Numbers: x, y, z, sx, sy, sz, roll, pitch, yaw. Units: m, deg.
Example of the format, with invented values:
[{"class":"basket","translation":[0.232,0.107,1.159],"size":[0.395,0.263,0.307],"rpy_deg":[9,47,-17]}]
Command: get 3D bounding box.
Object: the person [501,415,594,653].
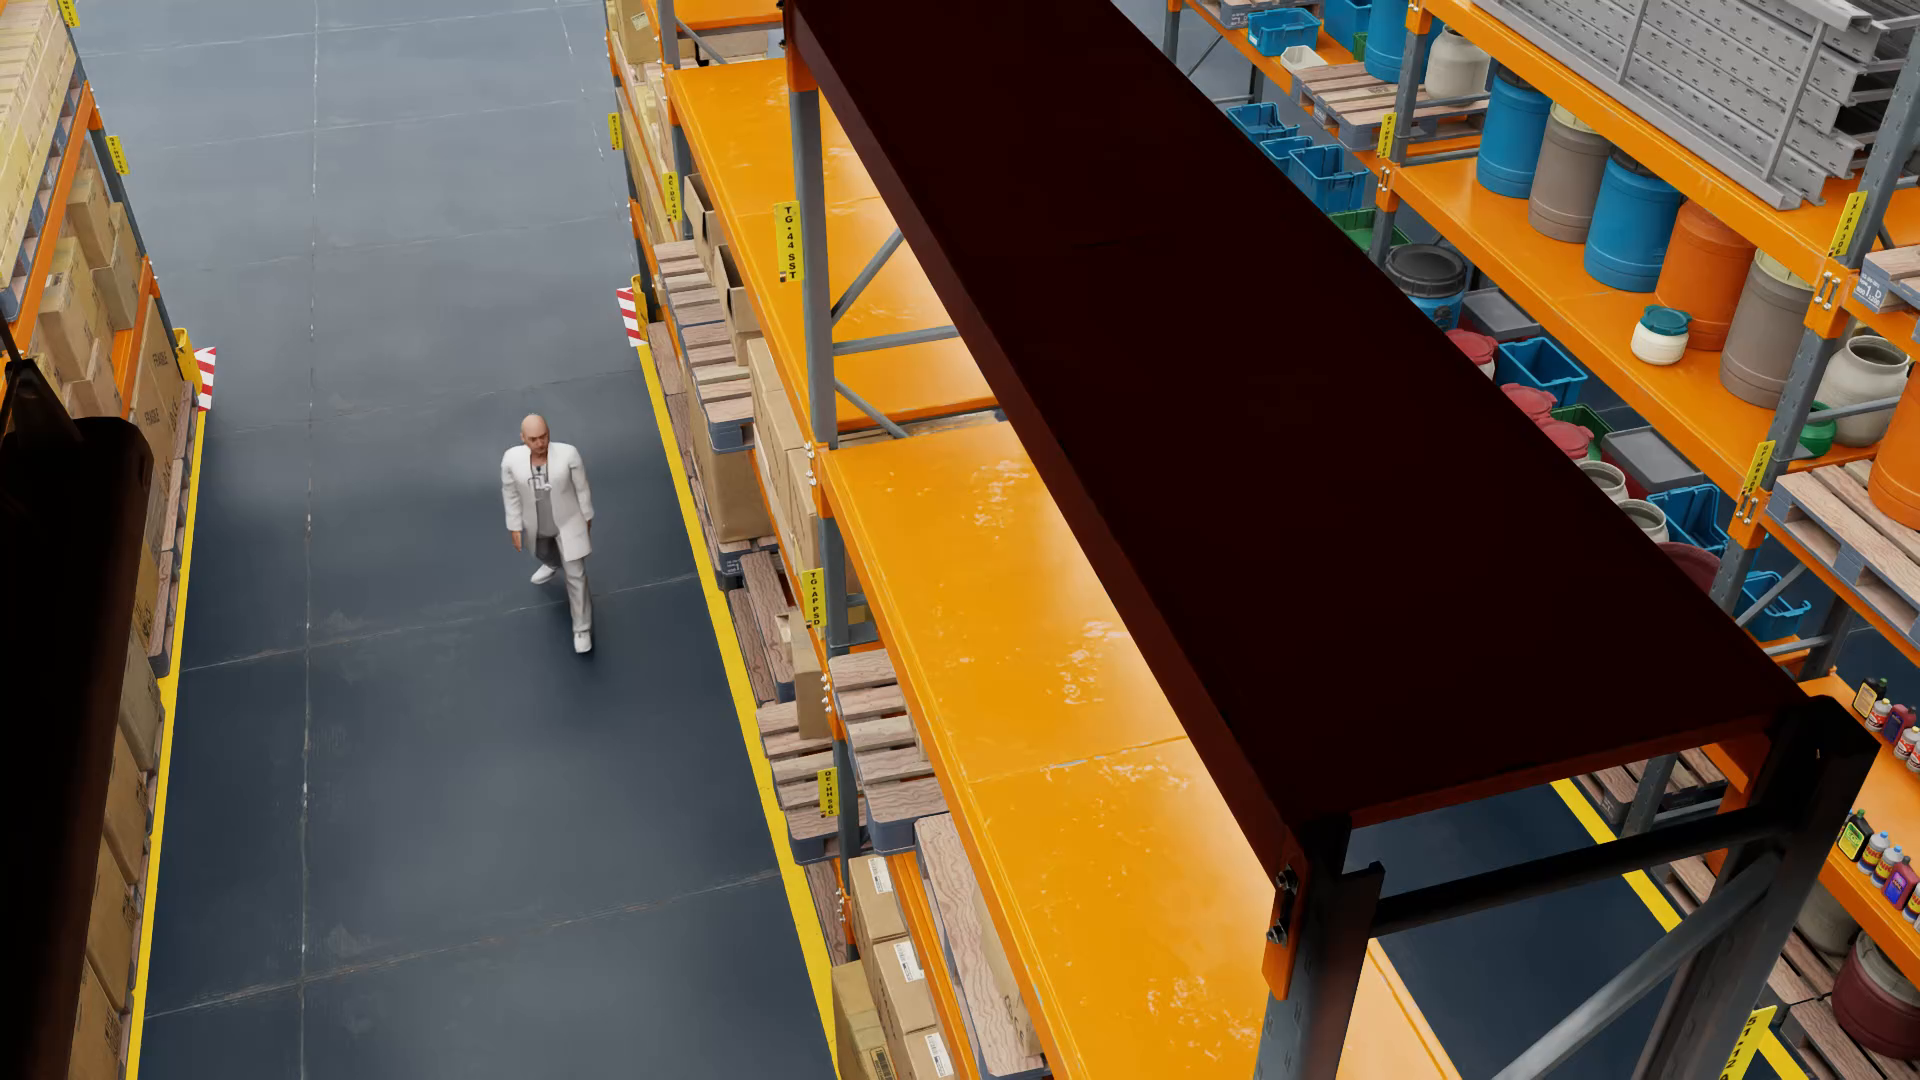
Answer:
[{"class":"person","translation":[-2.869,-0.078,11.669],"size":[0.616,1.551,1.022],"rpy_deg":[1,38,1]}]
